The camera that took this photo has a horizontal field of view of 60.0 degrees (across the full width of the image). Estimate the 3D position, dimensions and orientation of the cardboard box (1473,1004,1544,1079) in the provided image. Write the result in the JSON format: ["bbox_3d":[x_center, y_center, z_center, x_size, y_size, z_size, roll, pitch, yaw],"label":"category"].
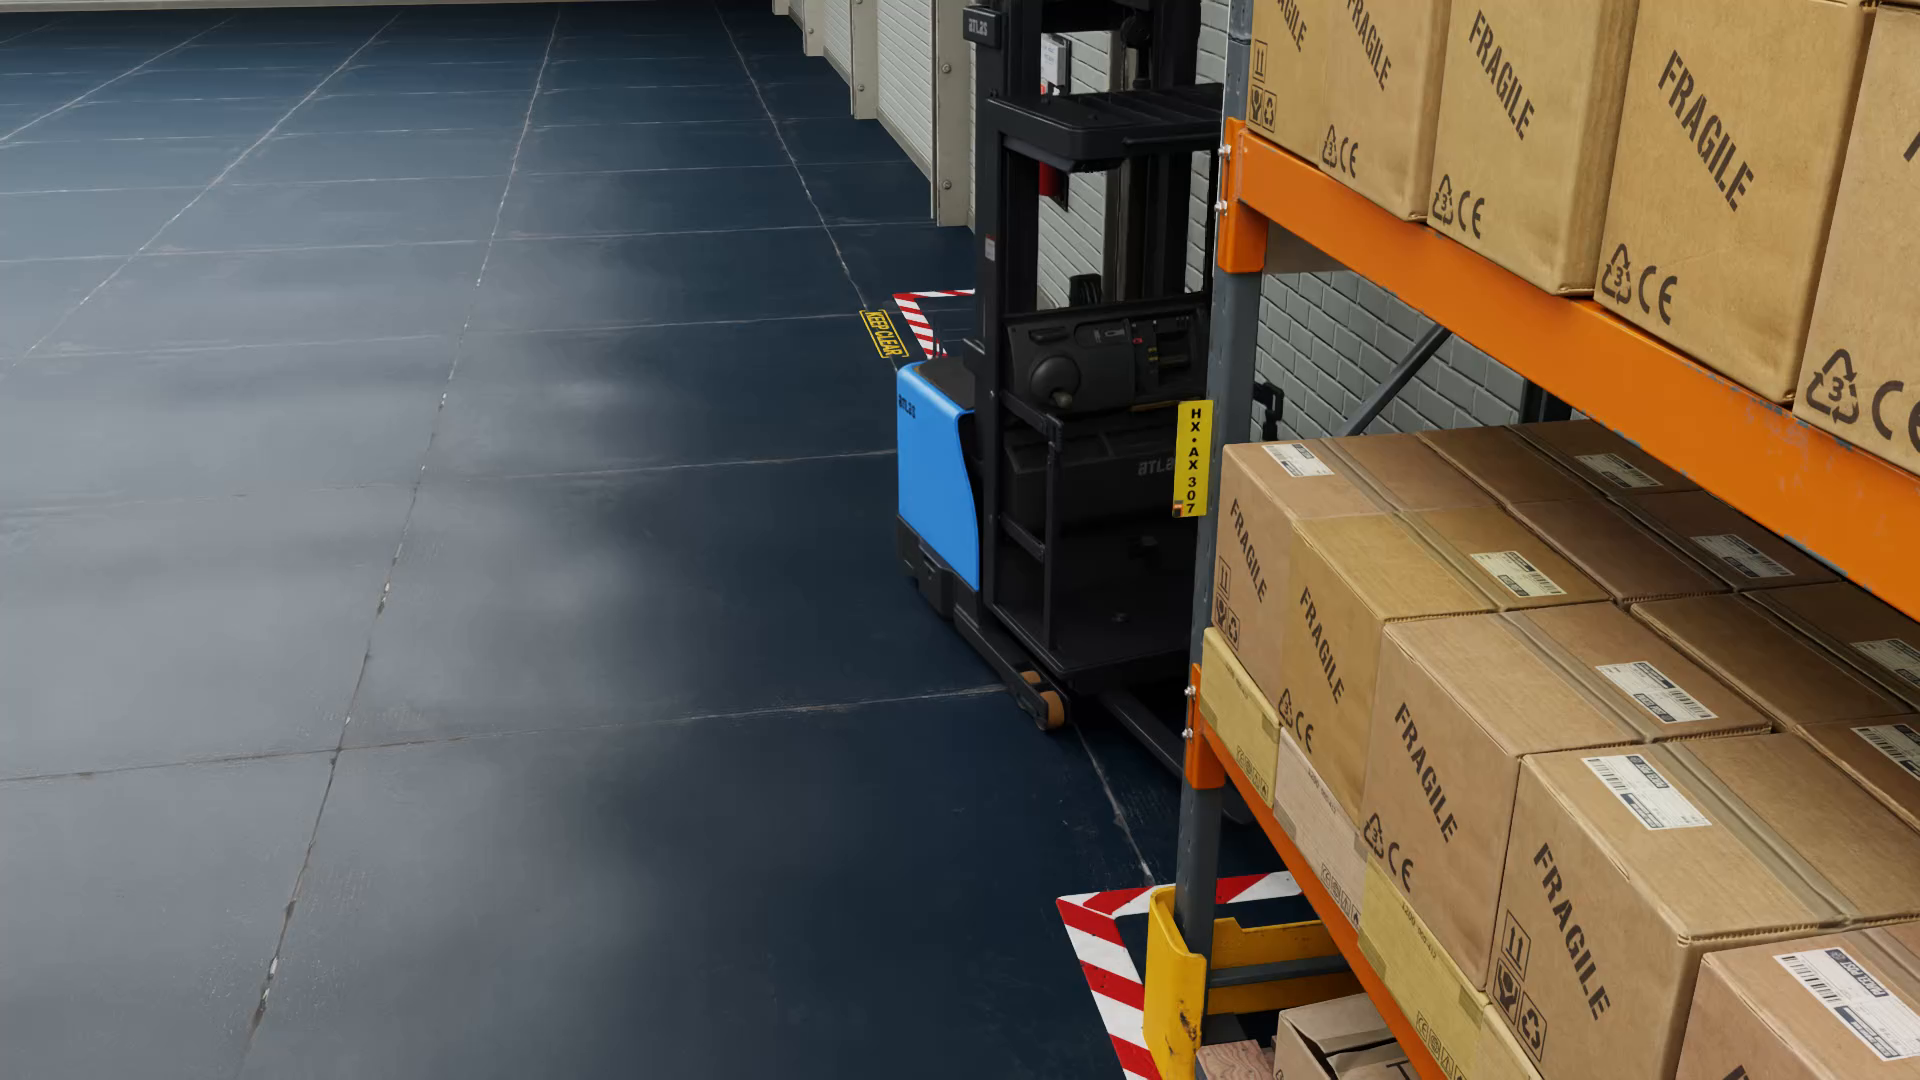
[{"bbox_3d":[1.222,1.020,2.828,0.500,0.250,0.500,-4,24,-9],"label":"cardboard box"}]

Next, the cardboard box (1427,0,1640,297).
[{"bbox_3d":[1.134,-0.719,2.752,0.500,0.500,0.500,-3,24,-7],"label":"cardboard box"}]

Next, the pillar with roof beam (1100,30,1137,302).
[{"bbox_3d":[-3.207,-4.437,7.666,9.100,9.000,0.400,-4,24,-10],"label":"pillar with roof beam"}]

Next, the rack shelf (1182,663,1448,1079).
[{"bbox_3d":[1.524,1.259,3.019,1.077,0.370,4.000,-4,24,-10],"label":"rack shelf"}]

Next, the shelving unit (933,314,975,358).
[{"bbox_3d":[-0.003,-0.556,8.523,0.258,1.200,0.189,-4,24,-10],"label":"shelving unit"}]

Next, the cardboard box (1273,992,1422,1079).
[{"bbox_3d":[1.193,1.452,4.488,0.500,0.311,0.500,-7,25,-16],"label":"cardboard box"}]

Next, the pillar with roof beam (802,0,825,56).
[{"bbox_3d":[-6.535,-11.517,23.877,9.100,9.000,0.400,-4,24,-10],"label":"pillar with roof beam"}]

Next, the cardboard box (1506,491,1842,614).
[{"bbox_3d":[1.533,0.227,3.709,0.500,0.500,0.500,-4,24,-9],"label":"cardboard box"}]

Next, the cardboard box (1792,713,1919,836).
[{"bbox_3d":[1.726,0.628,2.790,0.500,0.500,0.500,-4,24,-9],"label":"cardboard box"}]

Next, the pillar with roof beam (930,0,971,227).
[{"bbox_3d":[-4.316,-6.797,13.070,9.100,9.000,0.400,-4,24,-10],"label":"pillar with roof beam"}]

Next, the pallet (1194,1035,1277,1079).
[{"bbox_3d":[1.283,1.772,4.428,1.003,0.211,1.213,-4,24,-10],"label":"pallet"}]

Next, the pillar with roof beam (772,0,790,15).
[{"bbox_3d":[-7.645,-13.877,29.280,9.100,9.000,0.400,-4,24,-10],"label":"pillar with roof beam"}]

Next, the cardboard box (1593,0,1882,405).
[{"bbox_3d":[1.254,-0.510,2.273,0.500,0.500,0.500,-3,24,-6],"label":"cardboard box"}]

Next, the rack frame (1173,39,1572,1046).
[{"bbox_3d":[1.154,0.142,4.676,1.000,3.000,0.127,-4,24,-10],"label":"rack frame"}]

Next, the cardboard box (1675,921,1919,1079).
[{"bbox_3d":[1.322,0.874,2.227,0.500,0.500,0.500,-5,24,-11],"label":"cardboard box"}]

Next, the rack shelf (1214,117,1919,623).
[{"bbox_3d":[1.524,-0.116,2.419,1.077,0.370,4.000,-4,24,-10],"label":"rack shelf"}]

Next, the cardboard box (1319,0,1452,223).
[{"bbox_3d":[1.034,-0.923,3.219,0.500,0.500,0.500,-3,24,-6],"label":"cardboard box"}]

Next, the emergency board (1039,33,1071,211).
[{"bbox_3d":[0.604,-2.981,11.828,0.194,1.169,0.643,-4,24,-10],"label":"emergency board"}]

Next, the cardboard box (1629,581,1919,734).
[{"bbox_3d":[1.633,0.430,3.244,0.500,0.500,0.500,-5,24,-11],"label":"cardboard box"}]

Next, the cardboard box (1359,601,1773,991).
[{"bbox_3d":[1.118,0.467,3.158,0.500,0.500,0.500,-5,24,-11],"label":"cardboard box"}]

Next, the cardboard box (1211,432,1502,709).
[{"bbox_3d":[0.947,0.068,4.071,0.500,0.500,0.500,-4,24,-10],"label":"cardboard box"}]

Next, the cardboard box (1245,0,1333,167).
[{"bbox_3d":[0.970,-1.137,3.708,0.500,0.500,0.500,-4,24,-8],"label":"cardboard box"}]

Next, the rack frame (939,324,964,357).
[{"bbox_3d":[0.014,-0.520,8.440,0.240,1.200,0.006,-4,24,-10],"label":"rack frame"}]

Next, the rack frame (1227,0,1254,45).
[{"bbox_3d":[1.154,-2.607,3.476,1.000,3.000,0.127,-4,24,-10],"label":"rack frame"}]

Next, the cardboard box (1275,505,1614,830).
[{"bbox_3d":[1.028,0.263,3.625,0.500,0.500,0.500,-4,24,-10],"label":"cardboard box"}]

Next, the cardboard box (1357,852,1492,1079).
[{"bbox_3d":[1.130,0.821,3.284,0.500,0.250,0.500,-5,24,-11],"label":"cardboard box"}]

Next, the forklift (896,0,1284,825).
[{"bbox_3d":[0.719,-0.742,6.788,1.130,2.935,3.031,-10,25,-21],"label":"forklift"}]

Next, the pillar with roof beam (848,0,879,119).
[{"bbox_3d":[-5.426,-9.157,18.473,9.100,9.000,0.400,-4,24,-10],"label":"pillar with roof beam"}]

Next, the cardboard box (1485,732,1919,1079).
[{"bbox_3d":[1.225,0.669,2.695,0.500,0.500,0.500,-4,24,-8],"label":"cardboard box"}]

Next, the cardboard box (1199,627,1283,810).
[{"bbox_3d":[0.932,0.417,4.209,0.500,0.250,0.500,-5,24,-11],"label":"cardboard box"}]

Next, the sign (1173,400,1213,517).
[{"bbox_3d":[0.621,-0.214,4.411,0.100,0.325,0.005,-4,24,-10],"label":"sign"}]

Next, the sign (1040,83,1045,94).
[{"bbox_3d":[0.604,-3.223,12.336,0.001,0.329,0.234,-4,24,-10],"label":"sign"}]

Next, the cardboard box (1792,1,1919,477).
[{"bbox_3d":[1.337,-0.309,1.813,0.500,0.500,0.500,-5,24,-12],"label":"cardboard box"}]

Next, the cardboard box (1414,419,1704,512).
[{"bbox_3d":[1.450,0.028,4.164,0.500,0.500,0.500,-5,24,-10],"label":"cardboard box"}]

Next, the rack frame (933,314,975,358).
[{"bbox_3d":[-0.020,-0.592,8.605,0.240,1.200,0.006,-4,24,-10],"label":"rack frame"}]

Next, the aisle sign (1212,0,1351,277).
[{"bbox_3d":[0.846,-1.055,4.170,0.394,0.787,0.004,-4,24,-10],"label":"aisle sign"}]

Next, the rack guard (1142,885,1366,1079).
[{"bbox_3d":[1.168,1.318,5.108,1.175,0.500,0.348,-4,24,-10],"label":"rack guard"}]

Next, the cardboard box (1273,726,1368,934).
[{"bbox_3d":[1.042,0.621,3.744,0.500,0.250,0.500,-5,24,-11],"label":"cardboard box"}]

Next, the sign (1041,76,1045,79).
[{"bbox_3d":[0.596,-3.463,12.225,0.001,0.109,0.331,-4,24,-10],"label":"sign"}]
